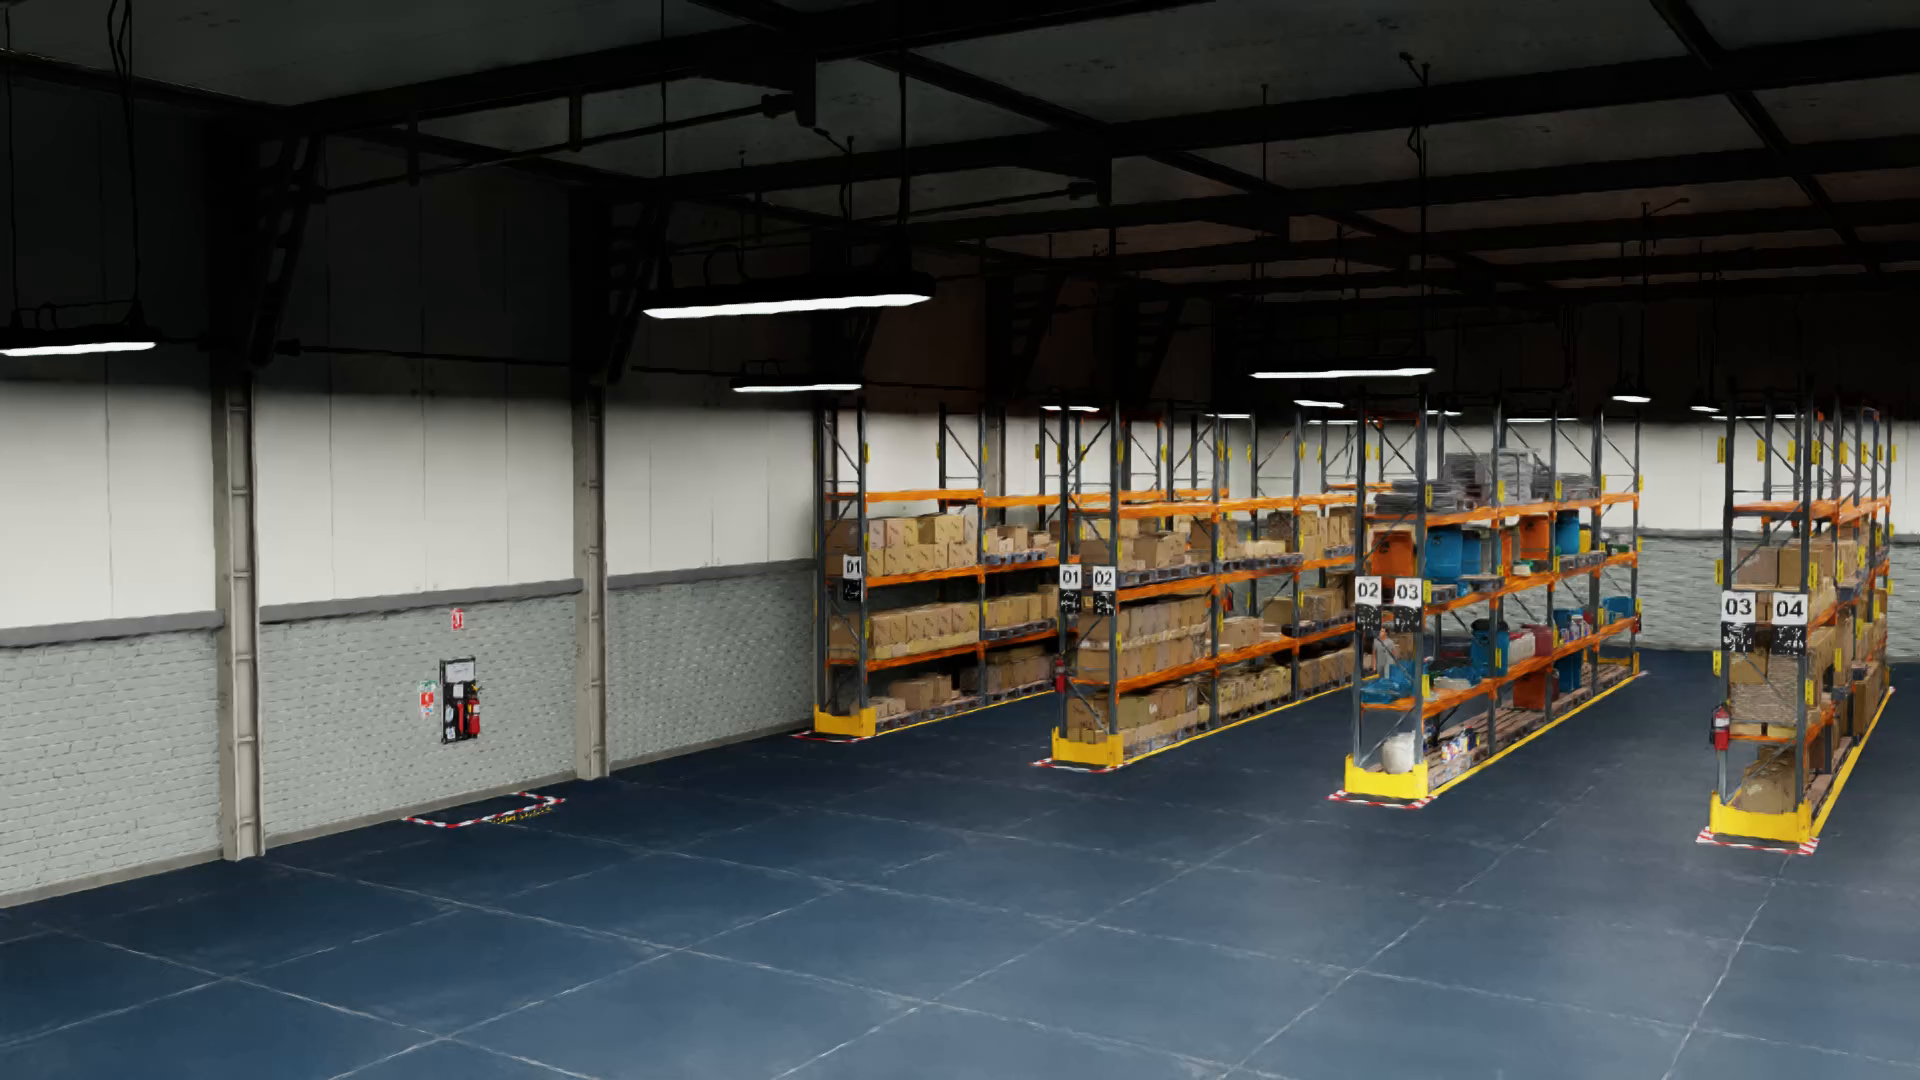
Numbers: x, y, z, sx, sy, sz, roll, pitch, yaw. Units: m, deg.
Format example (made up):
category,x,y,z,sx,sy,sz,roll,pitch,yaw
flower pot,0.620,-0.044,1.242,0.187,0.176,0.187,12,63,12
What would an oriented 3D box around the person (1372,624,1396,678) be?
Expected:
category,x,y,z,sx,sy,sz,roll,pitch,yaw
person,8.436,2.485,33.078,0.443,1.425,0.965,2,4,34
